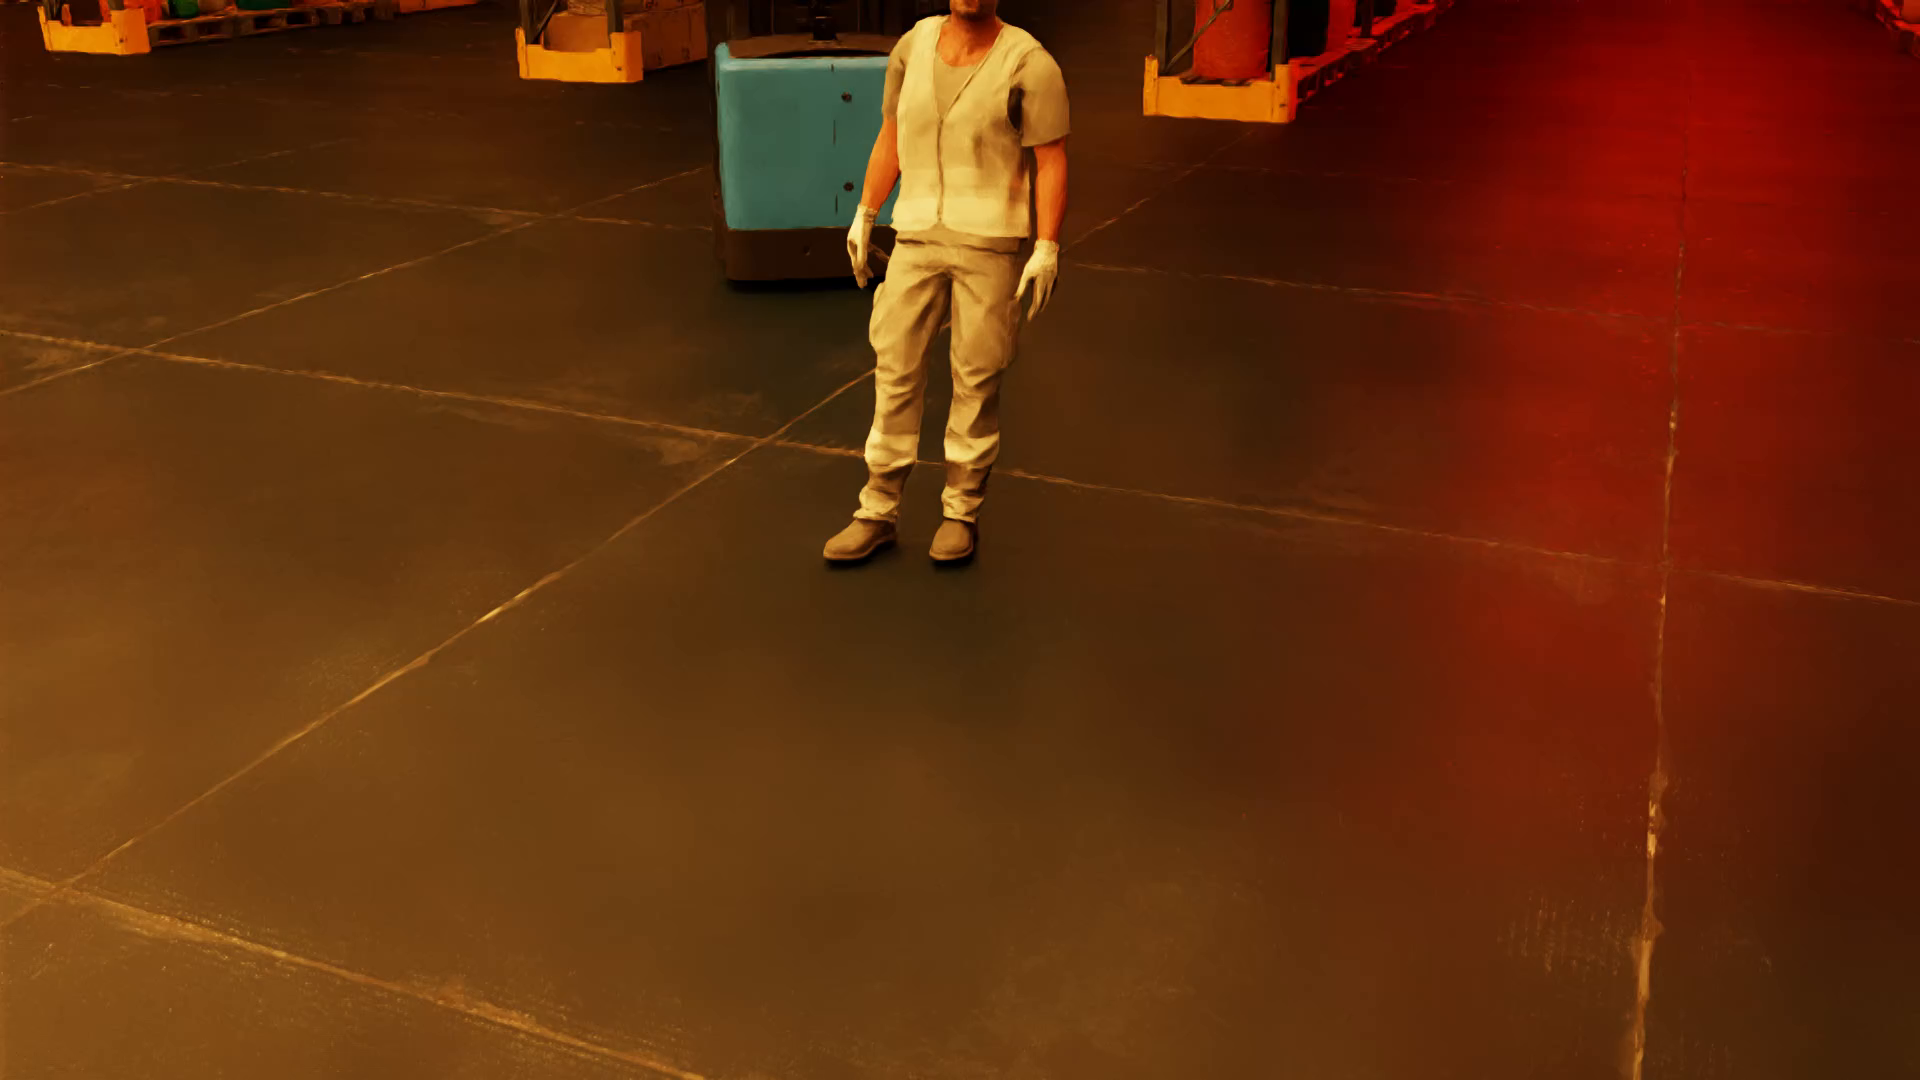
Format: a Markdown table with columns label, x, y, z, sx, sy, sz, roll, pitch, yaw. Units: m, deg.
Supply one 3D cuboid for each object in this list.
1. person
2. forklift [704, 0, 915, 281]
| label | x | y | z | sx | sy | sz | roll | pitch | yaw |
| --- | --- | --- | --- | --- | --- | --- | --- | --- | --- |
| person | -0.041 | -0.805 | 4.681 | 0.637 | 1.787 | 0.563 | 9 | 24 | 21 |
| forklift | -0.816 | -3.109 | 8.731 | 1.130 | 2.935 | 3.031 | -4 | 23 | -8 |
